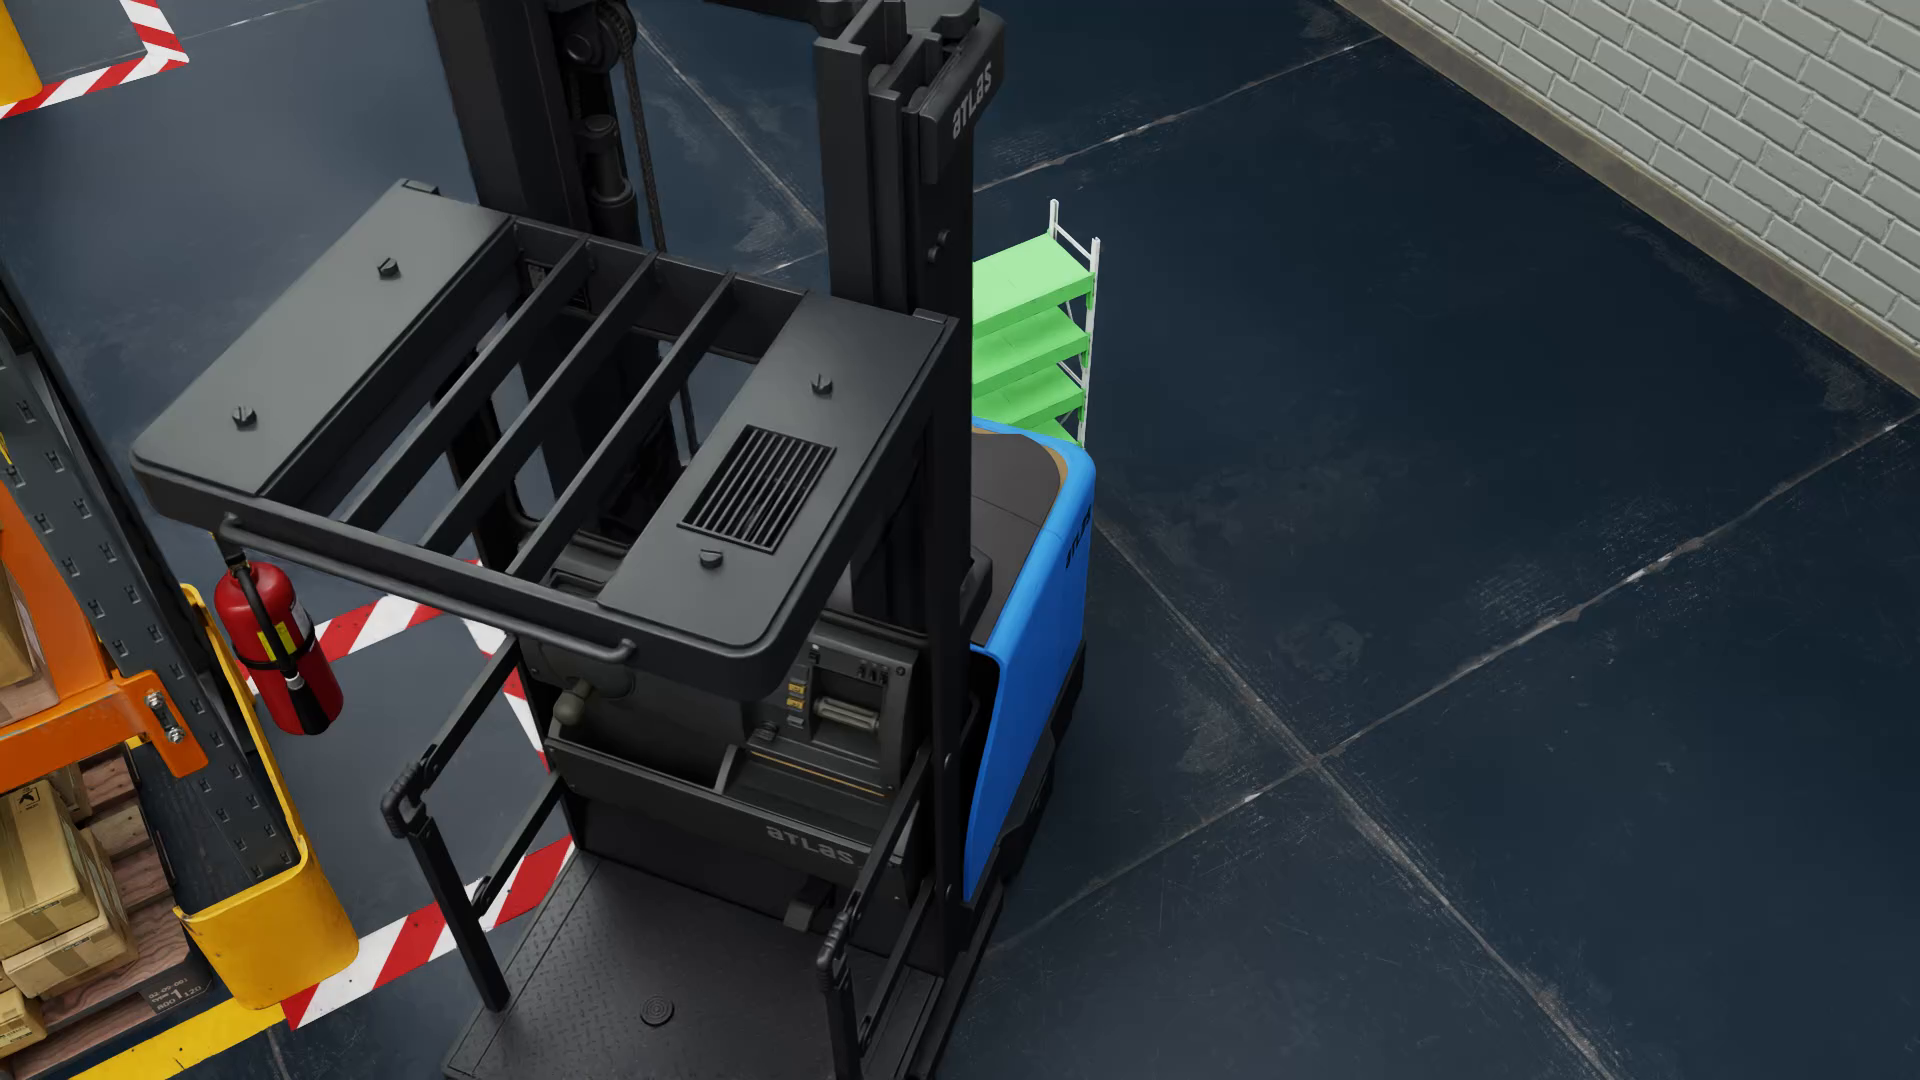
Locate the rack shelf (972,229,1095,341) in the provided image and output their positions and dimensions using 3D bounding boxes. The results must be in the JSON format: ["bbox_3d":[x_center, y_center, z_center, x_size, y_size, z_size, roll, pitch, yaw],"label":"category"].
[{"bbox_3d":[0.140,-0.742,5.050,0.480,0.148,0.258,-25,53,-21],"label":"rack shelf"}]

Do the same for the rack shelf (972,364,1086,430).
[{"bbox_3d":[0.140,-0.422,5.408,0.480,0.148,0.258,-25,53,-21],"label":"rack shelf"}]

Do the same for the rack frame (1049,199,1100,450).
[{"bbox_3d":[0.346,-0.562,5.447,0.015,1.200,0.240,-25,53,-21],"label":"rack frame"}]

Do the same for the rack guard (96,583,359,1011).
[{"bbox_3d":[-2.136,0.715,4.779,0.348,0.500,1.175,-25,53,-21],"label":"rack guard"}]

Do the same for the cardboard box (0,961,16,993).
[{"bbox_3d":[-2.616,1.023,4.259,0.250,0.149,0.380,-26,53,-22],"label":"cardboard box"}]

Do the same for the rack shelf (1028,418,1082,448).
[{"bbox_3d":[0.140,-0.263,5.588,0.480,0.148,0.258,-25,53,-21],"label":"rack shelf"}]

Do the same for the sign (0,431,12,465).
[{"bbox_3d":[-1.792,-0.279,3.003,0.005,0.325,0.100,-25,53,-21],"label":"sign"}]

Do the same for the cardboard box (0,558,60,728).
[{"bbox_3d":[-2.197,0.245,3.691,0.250,0.149,0.380,-25,53,-21],"label":"cardboard box"}]

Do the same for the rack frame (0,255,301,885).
[{"bbox_3d":[-2.072,-0.147,3.872,0.127,3.000,1.000,-25,53,-21],"label":"rack frame"}]

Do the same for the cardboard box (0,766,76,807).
[{"bbox_3d":[-2.652,0.609,4.628,0.250,0.149,0.380,-23,52,-19],"label":"cardboard box"}]

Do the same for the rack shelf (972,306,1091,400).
[{"bbox_3d":[0.140,-0.582,5.229,0.480,0.148,0.258,-25,53,-21],"label":"rack shelf"}]

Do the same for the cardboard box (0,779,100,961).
[{"bbox_3d":[-2.384,0.835,4.228,0.250,0.149,0.380,-25,53,-20],"label":"cardboard box"}]

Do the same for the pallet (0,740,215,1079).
[{"bbox_3d":[-2.842,1.112,4.618,1.213,0.211,1.003,-25,53,-21],"label":"pallet"}]

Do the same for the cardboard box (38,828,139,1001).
[{"bbox_3d":[-2.406,1.003,4.476,0.250,0.149,0.380,-24,53,-20],"label":"cardboard box"}]

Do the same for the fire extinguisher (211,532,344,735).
[{"bbox_3d":[-1.612,0.194,3.870,0.183,0.674,0.296,-25,53,-21],"label":"fire extinguisher"}]

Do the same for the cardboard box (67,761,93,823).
[{"bbox_3d":[-2.686,0.668,4.774,0.250,0.149,0.380,-24,53,-20],"label":"cardboard box"}]

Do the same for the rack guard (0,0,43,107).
[{"bbox_3d":[-4.612,-2.498,7.640,0.348,0.500,1.175,-25,53,-21],"label":"rack guard"}]

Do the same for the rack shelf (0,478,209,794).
[{"bbox_3d":[-3.763,0.889,3.431,4.000,0.370,1.077,-25,53,-21],"label":"rack shelf"}]

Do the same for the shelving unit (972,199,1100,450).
[{"bbox_3d":[0.140,-0.465,5.361,0.503,1.200,0.258,-25,53,-21],"label":"shelving unit"}]

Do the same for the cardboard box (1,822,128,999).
[{"bbox_3d":[-2.366,0.953,4.321,0.250,0.149,0.380,-27,53,-22],"label":"cardboard box"}]

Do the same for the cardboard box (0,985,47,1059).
[{"bbox_3d":[-2.569,1.169,4.328,0.250,0.149,0.380,-24,52,-20],"label":"cardboard box"}]

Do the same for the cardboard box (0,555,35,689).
[{"bbox_3d":[-2.314,0.062,3.420,0.500,0.500,0.500,-24,53,-20],"label":"cardboard box"}]

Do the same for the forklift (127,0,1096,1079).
[{"bbox_3d":[-0.616,0.386,3.444,1.130,2.935,3.031,16,50,14],"label":"forklift"}]

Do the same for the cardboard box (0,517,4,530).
[{"bbox_3d":[-2.520,-0.141,4.036,0.250,0.149,0.380,-26,53,-21],"label":"cardboard box"}]
